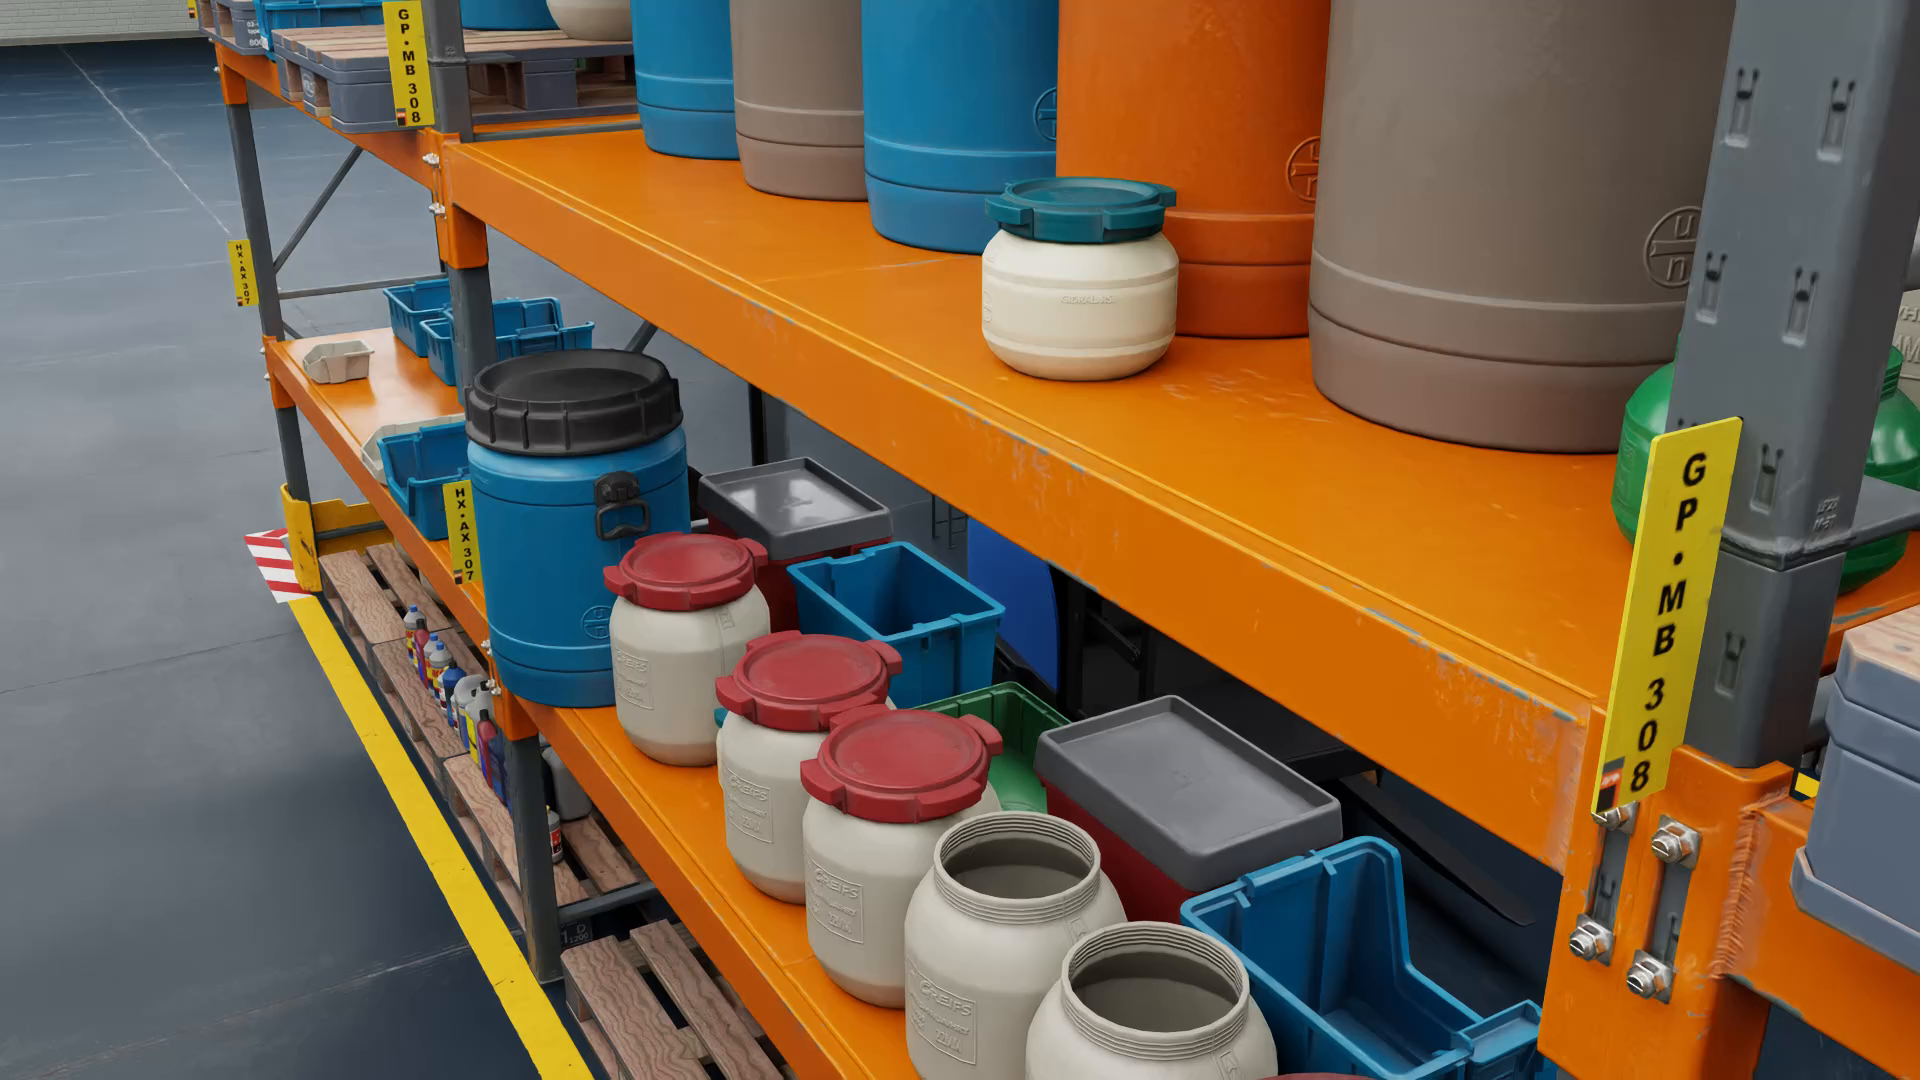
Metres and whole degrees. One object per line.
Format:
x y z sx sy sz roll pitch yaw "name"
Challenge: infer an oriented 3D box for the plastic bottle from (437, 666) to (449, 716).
-2.122 0.623 6.927 0.097 0.201 0.097 0 22 0 "plastic bottle"

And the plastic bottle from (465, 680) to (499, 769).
-1.853 0.707 6.523 0.144 0.351 0.185 -13 25 -29 "plastic bottle"

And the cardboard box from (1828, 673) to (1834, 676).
3.761 0.383 6.734 0.500 0.311 0.500 -14 26 -30 "cardboard box"

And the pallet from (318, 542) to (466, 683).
-2.567 0.280 8.343 1.003 0.211 1.213 -13 25 -28 "pallet"

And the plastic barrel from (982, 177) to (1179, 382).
0.180 -0.394 2.498 0.301 0.262 0.301 0 22 0 "plastic barrel"

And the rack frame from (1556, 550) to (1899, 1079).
1.030 1.298 2.134 1.000 3.000 0.127 -13 25 -28 "rack frame"

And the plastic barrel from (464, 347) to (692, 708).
-1.076 -0.046 4.775 0.600 0.901 0.708 -13 25 -28 "plastic barrel"

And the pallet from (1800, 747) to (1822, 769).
3.657 0.574 7.618 1.003 0.211 1.213 -13 25 -28 "pallet"

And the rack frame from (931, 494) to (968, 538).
-0.054 -0.590 9.170 0.240 1.200 0.006 -13 25 -28 "rack frame"

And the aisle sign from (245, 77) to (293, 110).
-3.345 -2.463 7.935 0.394 0.787 0.004 -13 25 -28 "aisle sign"

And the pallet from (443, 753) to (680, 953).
-1.321 1.070 6.400 1.003 0.211 1.213 -13 25 -28 "pallet"

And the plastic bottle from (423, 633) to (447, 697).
-2.223 0.526 7.072 0.097 0.271 0.097 0 22 0 "plastic bottle"

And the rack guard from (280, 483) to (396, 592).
-2.977 -0.118 8.938 1.175 0.500 0.348 -13 25 -28 "rack guard"

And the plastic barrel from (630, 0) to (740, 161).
-0.567 -1.496 4.359 0.600 0.901 0.708 -13 25 -28 "plastic barrel"

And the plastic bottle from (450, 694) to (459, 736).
-2.017 0.690 6.763 0.097 0.201 0.097 0 22 0 "plastic bottle"

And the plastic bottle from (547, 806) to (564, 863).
-1.467 1.038 5.906 0.097 0.201 0.097 0 22 0 "plastic bottle"

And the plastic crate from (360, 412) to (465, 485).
-2.060 -0.352 6.543 0.530 0.136 0.437 -13 25 -28 "plastic crate"

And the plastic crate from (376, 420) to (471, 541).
-1.812 -0.234 6.101 0.499 0.251 0.616 -13 25 -28 "plastic crate"

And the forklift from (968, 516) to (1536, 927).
1.048 -0.351 6.282 1.130 2.935 3.031 -9 24 -21 "forklift"

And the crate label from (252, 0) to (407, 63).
-2.384 -1.943 6.322 0.502 0.251 0.408 -13 25 -28 "crate label"

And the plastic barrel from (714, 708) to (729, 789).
-0.469 0.525 4.219 0.301 0.262 0.301 0 22 0 "plastic barrel"

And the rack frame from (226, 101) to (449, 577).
-3.057 -1.292 8.506 1.000 3.000 0.127 -13 25 -28 "rack frame"

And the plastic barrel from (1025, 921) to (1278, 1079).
0.321 0.954 2.832 0.421 0.512 0.421 0 22 0 "plastic barrel"

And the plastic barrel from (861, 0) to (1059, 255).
0.101 -1.072 3.317 0.600 0.901 0.708 -13 25 -28 "plastic barrel"

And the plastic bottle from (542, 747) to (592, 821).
-1.466 0.846 6.181 0.144 0.351 0.185 -13 25 -28 "plastic bottle"

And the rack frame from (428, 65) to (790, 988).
-1.013 0.003 5.320 1.000 3.000 0.127 -13 25 -28 "rack frame"

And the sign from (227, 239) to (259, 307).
-3.532 -1.315 8.197 0.100 0.325 0.005 -13 25 -28 "sign"

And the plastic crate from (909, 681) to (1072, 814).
0.119 0.611 4.107 0.450 0.188 0.662 -13 25 -28 "plastic crate"

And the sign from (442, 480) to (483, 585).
-1.492 -0.023 5.016 0.100 0.325 0.005 -13 25 -28 "sign"

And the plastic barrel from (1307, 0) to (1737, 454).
0.797 -0.631 2.232 0.600 0.901 0.600 0 22 0 "plastic barrel"

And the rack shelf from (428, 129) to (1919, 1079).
0.008 -0.406 3.298 1.077 0.370 4.000 -13 25 -28 "rack shelf"

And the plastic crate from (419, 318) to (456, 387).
-2.217 -0.907 7.757 0.499 0.251 0.408 -13 25 -28 "plastic crate"

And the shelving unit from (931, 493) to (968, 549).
-0.007 -0.561 9.097 0.258 1.200 0.189 -13 25 -28 "shelving unit"

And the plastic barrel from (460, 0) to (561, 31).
-1.430 -2.156 5.425 0.600 0.901 0.708 -13 25 -28 "plastic barrel"

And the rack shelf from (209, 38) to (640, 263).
-2.035 -1.701 6.484 1.077 0.370 4.000 -13 25 -28 "rack shelf"

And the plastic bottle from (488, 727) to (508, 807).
-1.688 0.811 6.265 0.144 0.351 0.185 -14 26 -31 "plastic bottle"

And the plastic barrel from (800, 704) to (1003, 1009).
-0.117 0.670 3.500 0.433 0.535 0.433 0 22 0 "plastic barrel"

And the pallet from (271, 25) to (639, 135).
-1.466 -1.514 5.319 1.213 0.211 1.003 -13 25 -28 "pallet"

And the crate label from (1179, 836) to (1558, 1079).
0.755 0.908 3.047 0.502 0.435 0.616 -13 25 -28 "crate label"

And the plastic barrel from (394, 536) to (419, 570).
-2.655 -0.135 8.407 0.421 0.512 0.421 0 22 0 "plastic barrel"

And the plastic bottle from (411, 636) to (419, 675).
-2.345 0.481 7.276 0.097 0.201 0.097 0 22 0 "plastic bottle"

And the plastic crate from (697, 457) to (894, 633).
-0.503 0.071 5.067 0.402 0.464 0.583 -13 25 -28 "plastic crate"
